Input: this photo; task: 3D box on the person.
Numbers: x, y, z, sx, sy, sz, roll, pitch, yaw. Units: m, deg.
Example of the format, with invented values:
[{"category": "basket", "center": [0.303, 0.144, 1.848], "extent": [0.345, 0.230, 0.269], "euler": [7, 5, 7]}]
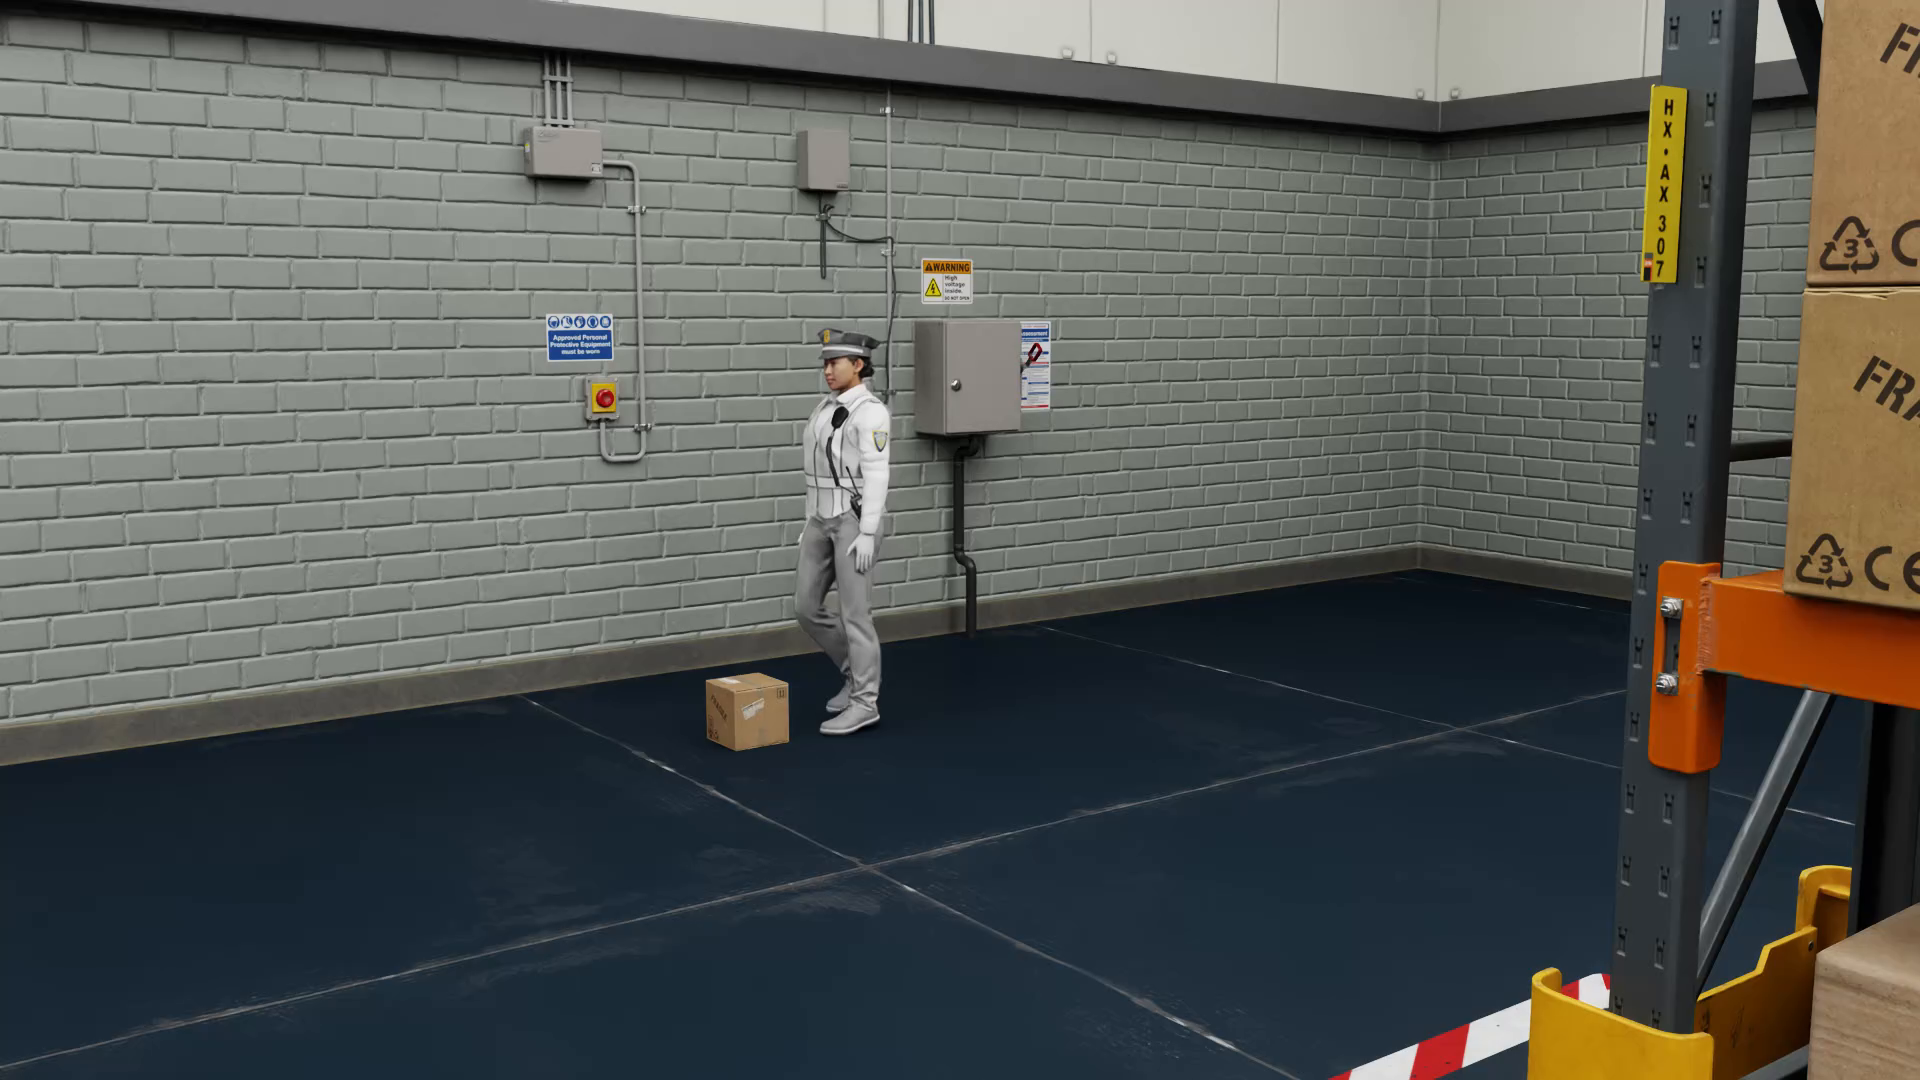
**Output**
[{"category": "person", "center": [-0.474, -0.048, 7.023], "extent": [0.401, 1.689, 0.496], "euler": [-6, 10, -35]}]
